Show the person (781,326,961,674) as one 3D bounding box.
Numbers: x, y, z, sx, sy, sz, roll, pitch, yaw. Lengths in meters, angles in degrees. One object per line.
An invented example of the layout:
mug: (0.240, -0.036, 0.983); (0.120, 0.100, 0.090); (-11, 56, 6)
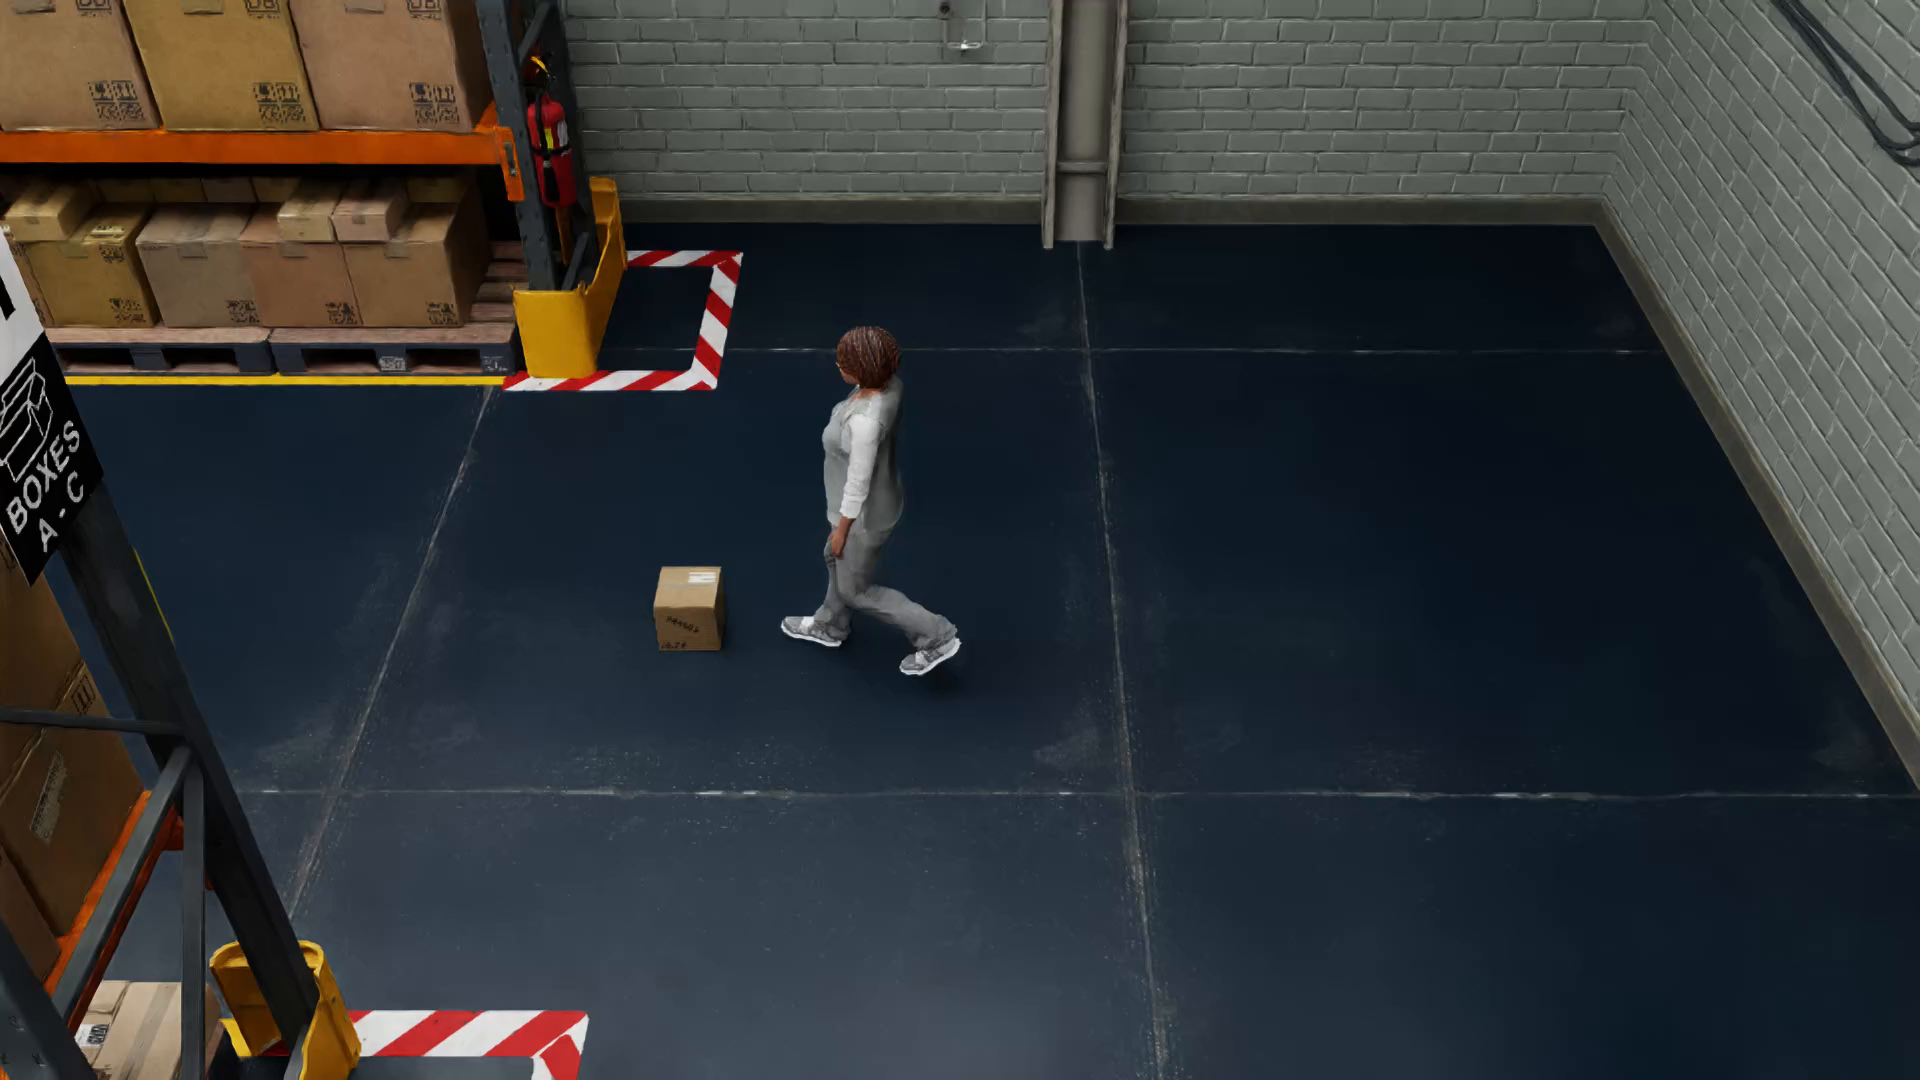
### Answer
person: (-0.371, -0.130, 6.310); (0.772, 1.570, 0.425); (4, 40, 5)
